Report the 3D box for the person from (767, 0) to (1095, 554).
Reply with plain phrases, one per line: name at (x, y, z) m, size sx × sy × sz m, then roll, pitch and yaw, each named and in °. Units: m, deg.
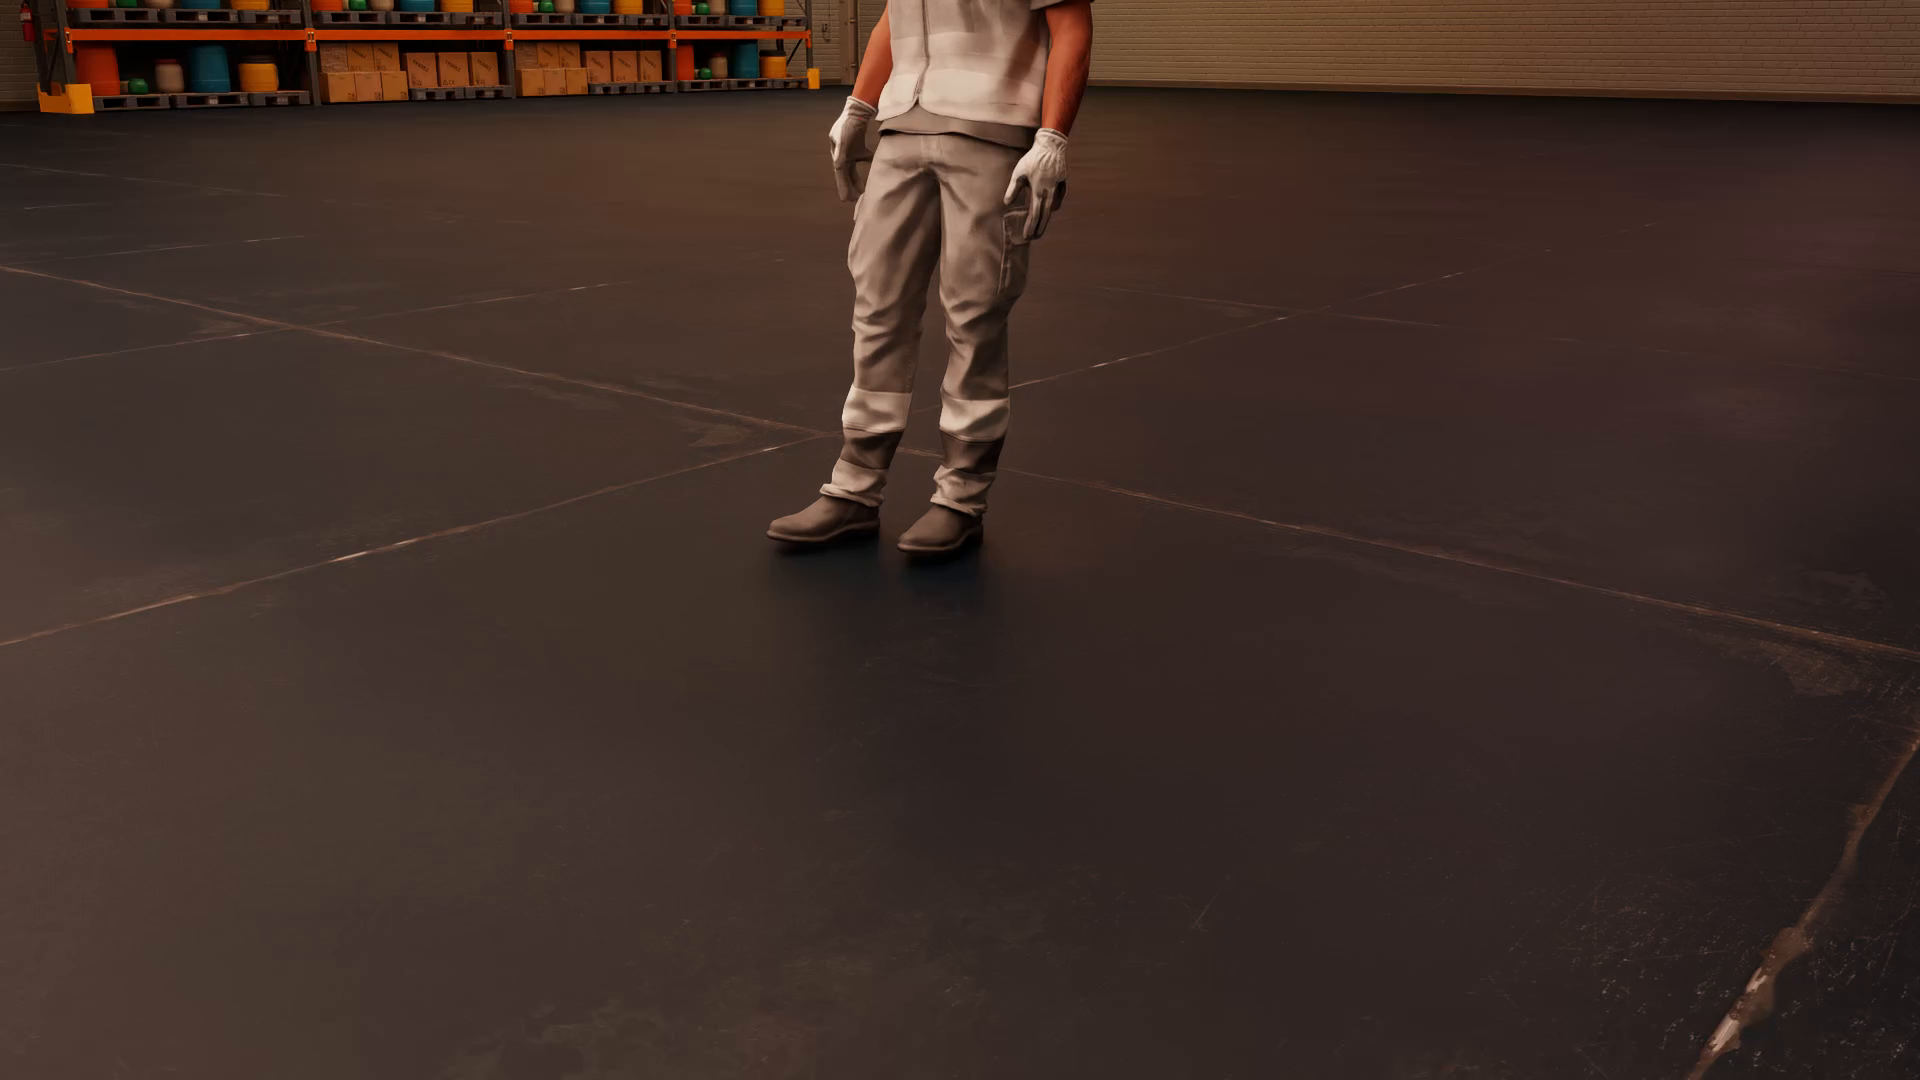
person at (-0.061, -0.848, 3.629) m, size 0.637 × 1.787 × 0.564 m, roll 13°, pitch 21°, yaw 37°
